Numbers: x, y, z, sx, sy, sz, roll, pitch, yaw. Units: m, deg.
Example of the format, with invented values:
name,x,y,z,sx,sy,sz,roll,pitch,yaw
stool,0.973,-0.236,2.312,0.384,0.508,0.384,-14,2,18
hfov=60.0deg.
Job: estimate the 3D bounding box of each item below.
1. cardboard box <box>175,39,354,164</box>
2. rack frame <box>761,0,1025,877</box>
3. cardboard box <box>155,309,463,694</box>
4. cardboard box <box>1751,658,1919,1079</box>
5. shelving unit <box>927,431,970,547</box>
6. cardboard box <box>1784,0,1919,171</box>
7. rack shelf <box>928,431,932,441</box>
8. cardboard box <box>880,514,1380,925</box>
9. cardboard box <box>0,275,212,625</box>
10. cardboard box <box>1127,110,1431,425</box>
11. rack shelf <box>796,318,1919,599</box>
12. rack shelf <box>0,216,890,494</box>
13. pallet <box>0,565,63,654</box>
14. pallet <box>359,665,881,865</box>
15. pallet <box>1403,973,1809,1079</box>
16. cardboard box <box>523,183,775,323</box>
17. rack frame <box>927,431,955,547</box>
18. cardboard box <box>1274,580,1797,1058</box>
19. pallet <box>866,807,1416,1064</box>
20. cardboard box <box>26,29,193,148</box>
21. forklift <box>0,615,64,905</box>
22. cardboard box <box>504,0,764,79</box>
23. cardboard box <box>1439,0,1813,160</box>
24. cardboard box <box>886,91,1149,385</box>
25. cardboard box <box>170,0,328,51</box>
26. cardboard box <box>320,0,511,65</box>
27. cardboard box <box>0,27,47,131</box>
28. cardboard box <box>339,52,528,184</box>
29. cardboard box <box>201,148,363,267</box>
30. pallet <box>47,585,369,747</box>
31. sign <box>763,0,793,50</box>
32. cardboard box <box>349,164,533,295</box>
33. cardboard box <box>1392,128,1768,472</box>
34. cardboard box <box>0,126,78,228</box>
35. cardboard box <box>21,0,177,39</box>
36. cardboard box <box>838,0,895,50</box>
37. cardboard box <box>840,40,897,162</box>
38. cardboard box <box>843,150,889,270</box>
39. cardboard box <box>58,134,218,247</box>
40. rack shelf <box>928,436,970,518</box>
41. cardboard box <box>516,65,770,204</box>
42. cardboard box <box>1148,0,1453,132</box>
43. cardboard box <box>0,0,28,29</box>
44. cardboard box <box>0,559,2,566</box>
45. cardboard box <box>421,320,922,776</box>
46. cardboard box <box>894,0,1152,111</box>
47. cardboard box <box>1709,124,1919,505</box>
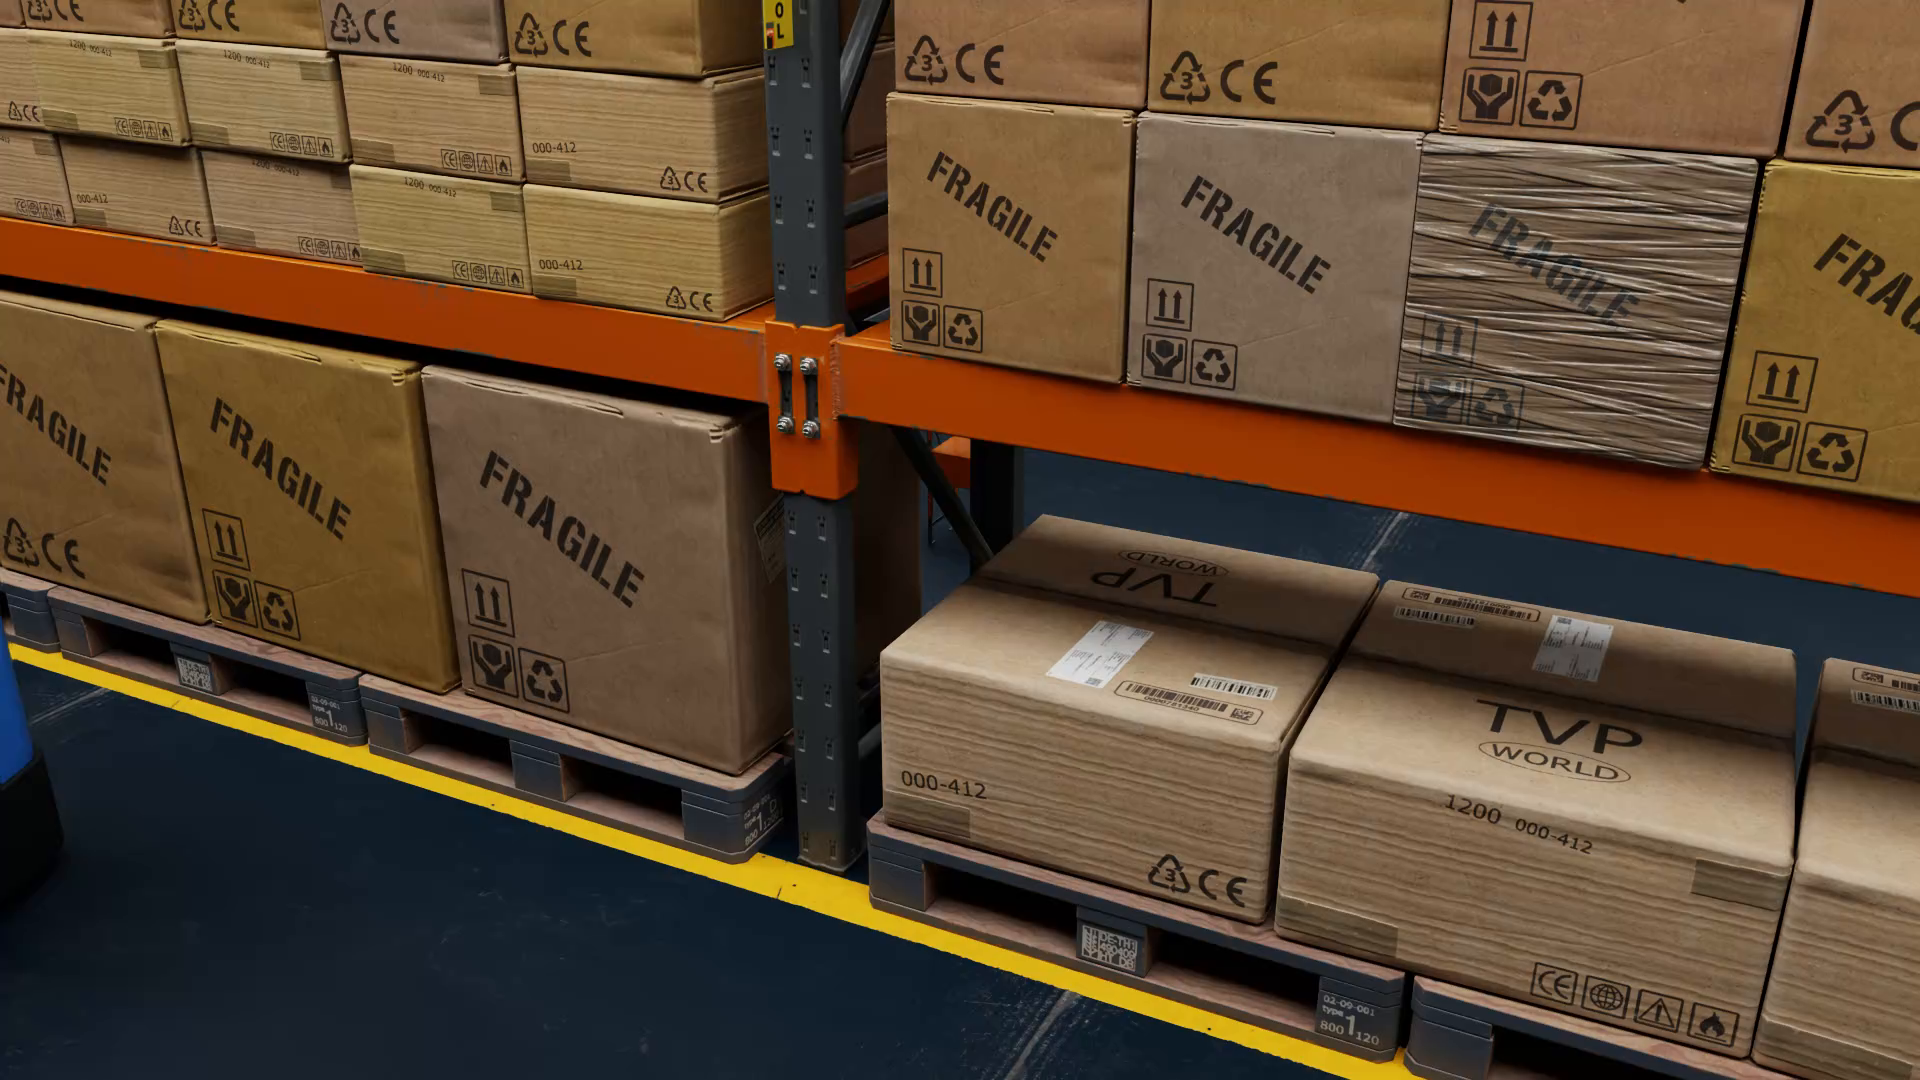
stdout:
name,x,y,z,sx,sy,sz,roll,pitch,yaw
cardboard box,-1.521,-1.106,4.070,0.500,0.250,0.500,12,26,26
rack frame,-0.104,-0.777,3.744,0.127,3.000,1.000,11,25,25
cardboard box,-1.503,-0.231,4.638,0.875,0.875,0.875,12,26,26
cardboard box,2.011,0.675,3.067,0.875,0.438,0.875,12,26,26
shelving unit,0.048,-0.474,5.522,0.252,1.050,0.215,11,25,25
cardboard box,1.561,-0.839,2.484,0.500,0.500,0.500,11,25,24
rack shelf,0.048,-0.464,5.526,0.240,0.259,0.215,11,25,25
cardboard box,0.408,0.357,3.814,0.875,0.438,0.875,11,25,24
cardboard box,-2.300,-0.389,5.009,0.875,0.875,0.875,12,26,25
cardboard box,0.644,-0.558,3.102,0.500,0.500,0.500,11,26,25
rack shelf,1.681,-0.093,3.054,4.000,0.370,1.077,11,25,25
rack shelf,-1.889,-0.799,4.715,4.000,0.370,1.077,11,25,25
pallet,-3.004,-0.034,5.561,1.213,0.211,1.003,11,25,25
pallet,-0.826,0.397,4.548,1.213,0.211,1.003,11,25,25
pallet,1.632,0.883,3.404,1.213,0.211,1.003,11,25,25
cardboard box,-0.618,-0.699,3.752,0.500,0.250,0.500,11,25,23
rack frame,-0.061,-0.495,5.573,0.008,1.050,0.200,11,25,25
cardboard box,1.207,0.515,3.443,0.875,0.438,0.875,10,25,23
pallet,0.540,0.668,3.909,1.213,0.211,1.003,11,25,25
cardboard box,-1.986,-1.190,4.269,0.500,0.250,0.500,12,26,25
forklift,-3.648,-0.462,3.091,3.031,2.935,1.130,3,23,6
cardboard box,-0.616,-1.274,3.508,0.500,0.500,0.500,12,26,26
cardboard box,1.112,-0.928,2.695,0.500,0.500,0.500,12,26,26
cardboard box,0.197,-0.648,3.314,0.500,0.500,0.500,12,26,26
cardboard box,-1.524,-1.459,3.943,0.500,0.500,0.500,12,26,26
cardboard box,-1.081,-1.363,3.717,0.500,0.500,0.500,12,26,26
cardboard box,-2.433,-1.284,4.490,0.500,0.250,0.500,11,25,24
cardboard box,-1.056,-1.016,3.860,0.500,0.250,0.500,12,26,26
cardboard box,-1.513,-0.885,4.190,0.500,0.250,0.500,10,25,23
pallet,-1.919,0.182,5.053,1.213,0.211,1.003,11,25,25
sign,-0.340,-1.082,3.083,0.005,0.325,0.100,11,25,25
cardboard box,-1.072,-0.789,3.965,0.500,0.250,0.500,11,25,24
cardboard box,1.085,-0.468,2.890,0.500,0.500,0.500,11,26,25
cardboard box,-2.418,-1.061,4.603,0.500,0.250,0.500,12,26,26
cardboard box,-1.993,-1.545,4.146,0.500,0.500,0.500,12,26,25
cardboard box,-0.367,-1.461,3.947,0.500,0.500,0.500,12,26,25
cardboard box,-0.369,-1.114,4.089,0.500,0.250,0.500,10,25,23
cardboard box,-0.377,-0.878,4.173,0.500,0.250,0.500,11,25,23
cardboard box,-1.976,-0.975,4.401,0.500,0.250,0.500,11,25,25
rack shelf,0.048,-0.208,5.635,0.240,0.259,0.215,11,25,25
cardboard box,-0.607,-0.931,3.659,0.500,0.250,0.500,11,25,24
cardboard box,0.660,-1.023,2.917,0.500,0.500,0.500,11,25,24
cardboard box,-2.442,-1.636,4.358,0.500,0.500,0.500,12,26,26
cardboard box,-3.095,-0.548,5.383,0.875,0.875,0.875,11,25,24
cardboard box,-0.693,-0.074,4.269,0.875,0.875,0.875,12,26,26
cardboard box,0.212,-1.114,3.132,0.500,0.500,0.500,11,26,25
cardboard box,1.545,-0.377,2.676,0.500,0.500,0.500,12,26,26
